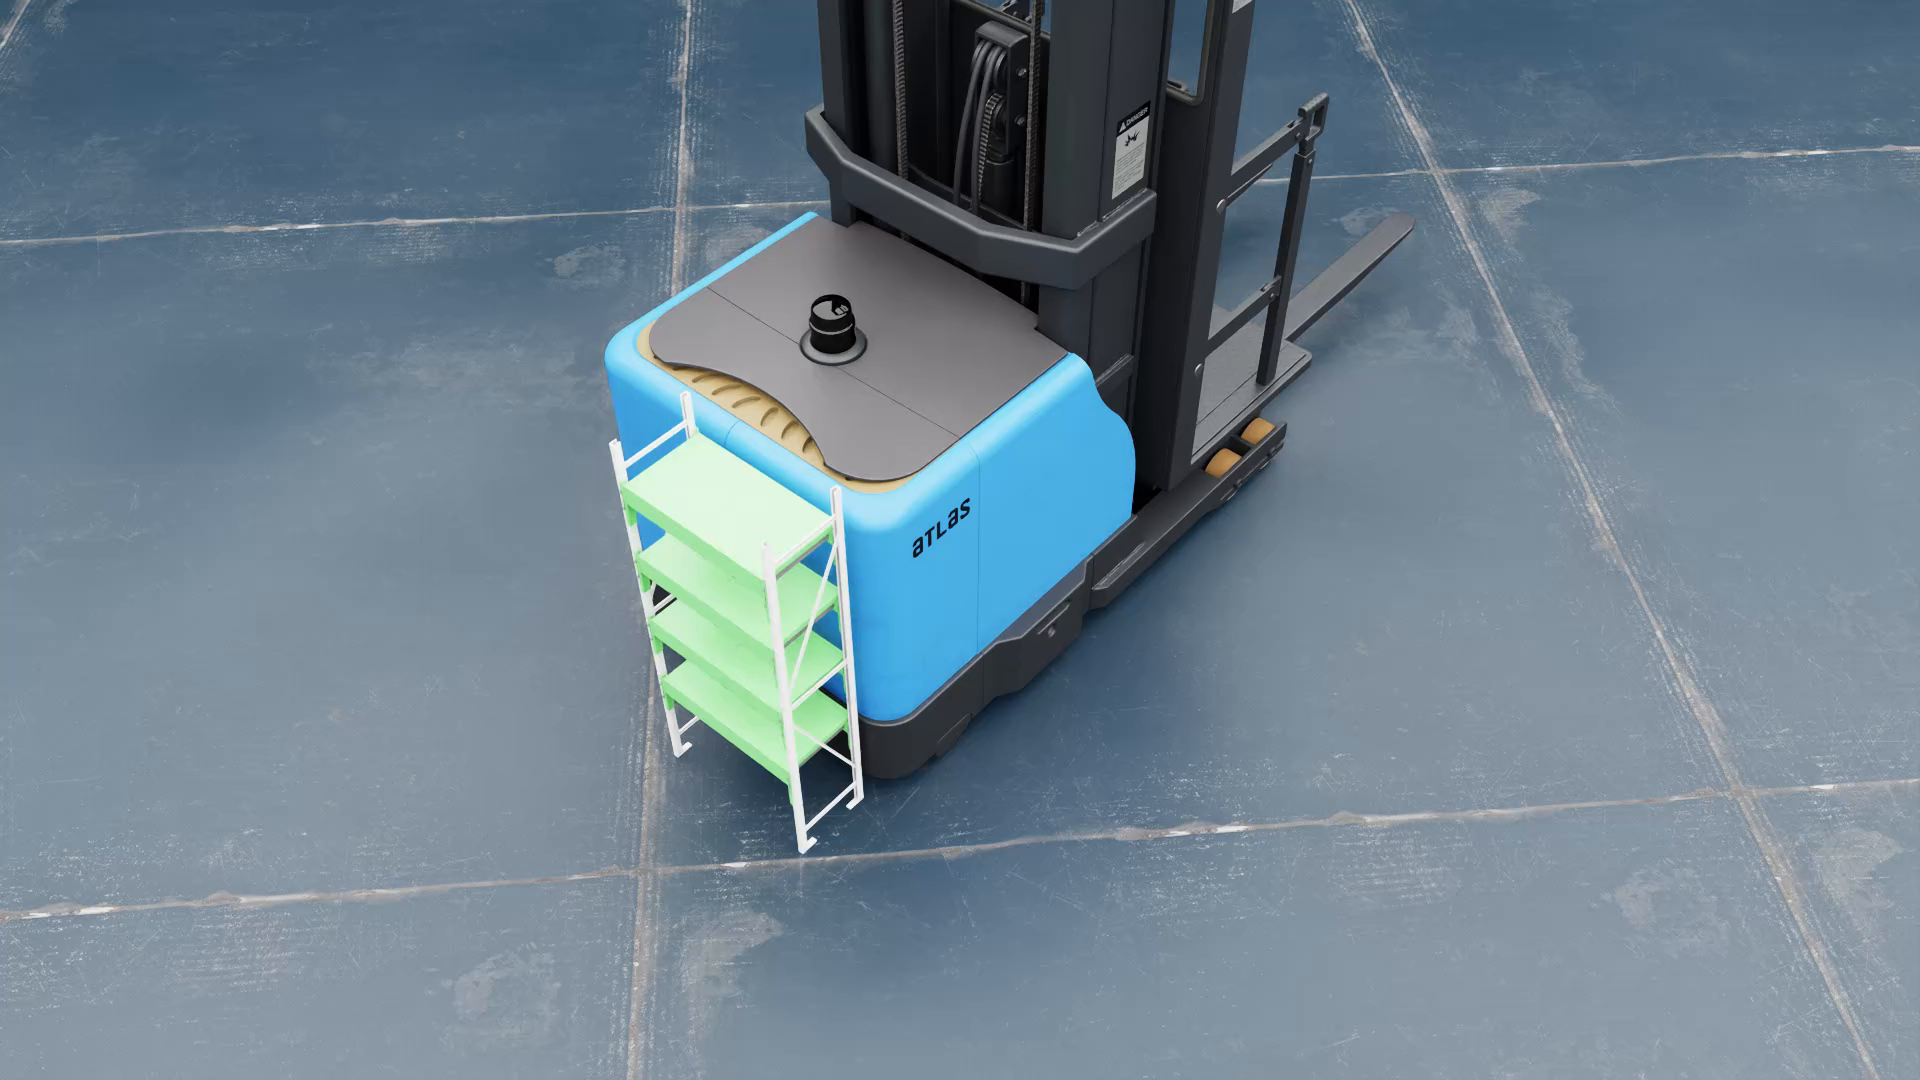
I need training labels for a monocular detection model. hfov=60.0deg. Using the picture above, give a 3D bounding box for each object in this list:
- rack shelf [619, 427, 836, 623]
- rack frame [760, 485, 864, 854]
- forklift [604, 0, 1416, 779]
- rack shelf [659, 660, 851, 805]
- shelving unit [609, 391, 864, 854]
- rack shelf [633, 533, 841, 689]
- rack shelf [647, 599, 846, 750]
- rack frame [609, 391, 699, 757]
[{"bbox_3d":[-0.534,-0.042,3.890,0.480,0.148,0.258,32,54,27],"label":"rack shelf"},{"bbox_3d":[-0.349,0.359,4.083,0.015,1.200,0.240,32,54,27],"label":"rack frame"},{"bbox_3d":[0.414,-1.353,4.513,1.130,2.935,3.031,32,54,27],"label":"forklift"},{"bbox_3d":[-0.534,0.453,4.413,0.480,0.148,0.258,32,54,27],"label":"rack shelf"},{"bbox_3d":[-0.534,0.244,4.192,0.503,1.200,0.258,32,54,27],"label":"shelving unit"},{"bbox_3d":[-0.534,0.123,4.064,0.480,0.148,0.258,32,54,27],"label":"rack shelf"},{"bbox_3d":[-0.534,0.288,4.239,0.480,0.148,0.258,32,54,27],"label":"rack shelf"},{"bbox_3d":[-0.720,0.129,4.301,0.015,1.200,0.240,32,54,27],"label":"rack frame"}]
